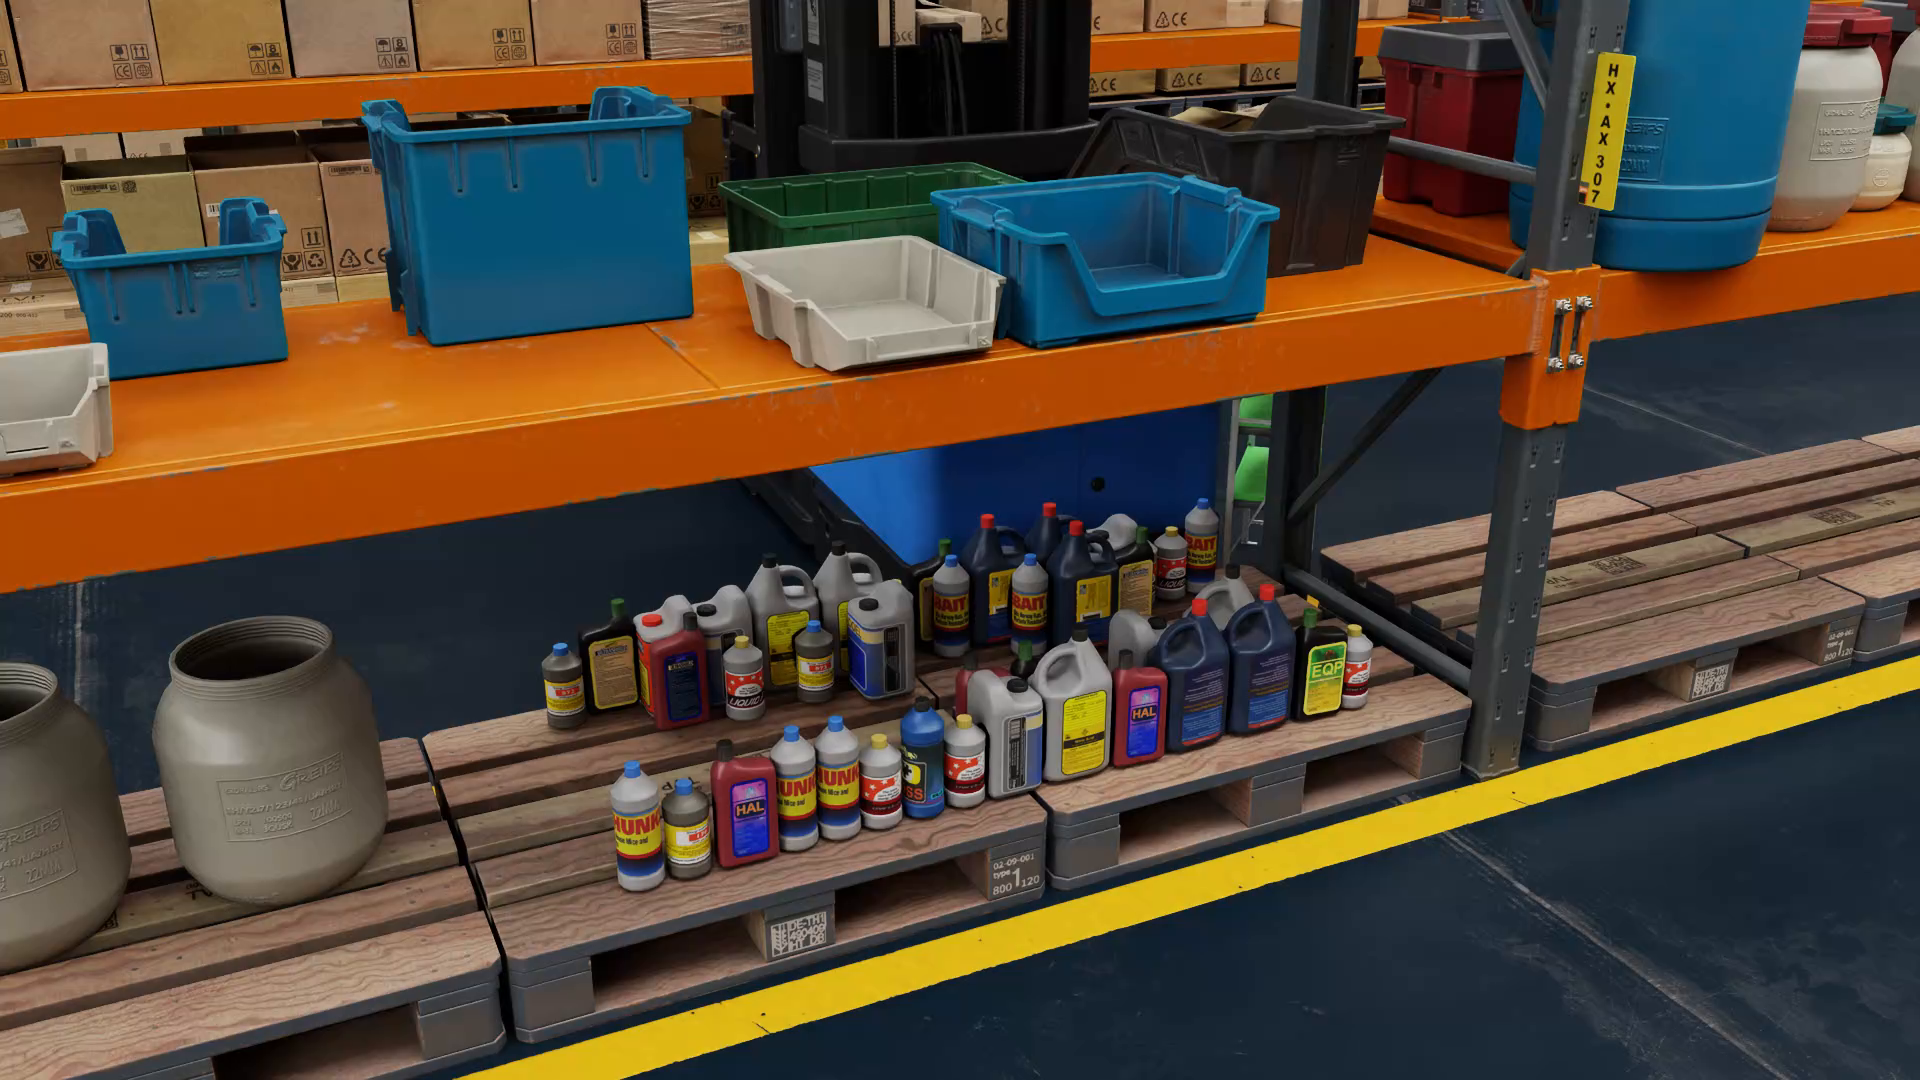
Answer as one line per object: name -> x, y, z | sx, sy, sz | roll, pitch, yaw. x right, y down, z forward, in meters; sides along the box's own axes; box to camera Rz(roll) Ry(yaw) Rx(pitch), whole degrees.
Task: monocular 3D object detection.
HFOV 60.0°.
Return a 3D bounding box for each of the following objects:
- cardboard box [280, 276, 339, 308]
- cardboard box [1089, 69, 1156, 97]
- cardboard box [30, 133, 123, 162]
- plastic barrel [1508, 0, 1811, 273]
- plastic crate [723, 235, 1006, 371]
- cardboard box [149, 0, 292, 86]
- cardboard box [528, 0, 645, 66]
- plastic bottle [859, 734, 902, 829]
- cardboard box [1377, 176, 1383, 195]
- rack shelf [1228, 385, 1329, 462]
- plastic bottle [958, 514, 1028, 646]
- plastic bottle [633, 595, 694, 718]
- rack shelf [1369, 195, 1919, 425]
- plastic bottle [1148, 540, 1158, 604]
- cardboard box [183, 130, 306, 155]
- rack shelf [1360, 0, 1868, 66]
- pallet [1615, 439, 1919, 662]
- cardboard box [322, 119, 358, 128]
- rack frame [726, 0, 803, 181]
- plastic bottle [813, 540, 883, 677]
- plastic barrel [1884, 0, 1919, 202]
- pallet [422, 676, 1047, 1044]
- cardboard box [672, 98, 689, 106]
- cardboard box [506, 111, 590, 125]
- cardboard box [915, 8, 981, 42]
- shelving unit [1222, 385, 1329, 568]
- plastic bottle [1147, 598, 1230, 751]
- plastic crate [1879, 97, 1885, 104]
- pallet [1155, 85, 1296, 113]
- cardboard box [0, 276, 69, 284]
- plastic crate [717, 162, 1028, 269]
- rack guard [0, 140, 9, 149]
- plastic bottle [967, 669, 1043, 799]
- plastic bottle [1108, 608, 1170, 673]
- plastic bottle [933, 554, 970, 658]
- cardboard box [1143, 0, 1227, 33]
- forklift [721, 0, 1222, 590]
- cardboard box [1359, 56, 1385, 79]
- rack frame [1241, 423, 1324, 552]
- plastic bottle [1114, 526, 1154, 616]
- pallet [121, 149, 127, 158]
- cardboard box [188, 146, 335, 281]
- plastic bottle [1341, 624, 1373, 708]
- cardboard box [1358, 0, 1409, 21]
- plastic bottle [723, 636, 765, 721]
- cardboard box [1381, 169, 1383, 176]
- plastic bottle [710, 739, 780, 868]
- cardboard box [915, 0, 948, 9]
cardboard box -> -3.099, -1.095, 7.519 | 0.500, 0.250, 0.500 | -10, 25, -24
cardboard box -> 1.198, -4.303, 14.485 | 0.750, 0.750, 0.750 | -11, 25, -24
cardboard box -> -6.067, -2.743, 11.395 | 0.500, 0.311, 0.500 | -14, 26, -30
plastic barrel -> 1.651, -1.139, 3.924 | 0.708, 0.901, 0.600 | -10, 25, -24
plastic crate -> -0.182, -0.469, 3.307 | 0.437, 0.136, 0.530 | -10, 25, -24
cardboard box -> -3.231, -2.280, 7.206 | 0.500, 0.500, 0.700 | -10, 25, -23
cardboard box -> -1.843, -2.536, 7.824 | 0.500, 0.500, 0.700 | -11, 25, -24
plastic bottle -> -0.176, 0.522, 3.650 | 0.097, 0.201, 0.097 | 0, 22, 0
cardboard box -> 2.262, -2.071, 9.878 | 0.500, 0.250, 0.500 | -10, 24, -22
rack shelf -> 1.013, -0.381, 5.270 | 0.258, 0.148, 0.480 | 7, 23, 16
plastic bottle -> 0.094, 0.095, 4.487 | 0.185, 0.351, 0.144 | -12, 25, -26
plastic bottle -> -0.729, 0.283, 4.131 | 0.135, 0.276, 0.152 | -10, 25, -23
rack shelf -> 2.973, -0.947, 5.057 | 4.000, 0.370, 1.077 | -10, 25, -24
plastic bottle -> 0.511, 0.077, 4.725 | 0.097, 0.201, 0.097 | 0, 22, 0
cardboard box -> -3.329, -1.624, 7.818 | 0.500, 0.500, 0.500 | -10, 25, -24
rack shelf -> 4.433, -3.318, 10.785 | 4.000, 0.370, 1.077 | -10, 25, -24
pallet -> 2.963, -0.007, 5.491 | 1.213, 0.211, 1.003 | -10, 25, -24
cardboard box -> -4.575, -2.990, 12.203 | 0.250, 0.149, 0.380 | -13, 26, -28
rack frame -> -0.974, -2.655, 8.243 | 0.127, 3.000, 1.000 | -10, 25, -24
plastic bottle -> -0.289, 0.166, 4.316 | 0.185, 0.351, 0.144 | -11, 25, -24
plastic barrel -> 2.789, -1.215, 4.587 | 0.433, 0.535, 0.433 | 0, 22, 0
pallet -> -0.553, 0.642, 3.924 | 1.213, 0.211, 1.003 | -10, 25, -24
cardboard box -> -2.470, -3.538, 13.069 | 0.500, 0.500, 0.700 | -10, 24, -22
cardboard box -> -1.975, -1.871, 8.413 | 0.500, 0.500, 0.500 | -10, 25, -24
cardboard box -> -0.087, -2.616, 8.476 | 0.250, 0.149, 0.380 | -10, 25, -24
shelving unit -> 1.013, -0.440, 5.245 | 0.258, 1.200, 0.503 | 7, 23, 16
plastic bottle -> 0.543, 0.311, 3.965 | 0.185, 0.351, 0.144 | -12, 25, -26
plastic crate -> 2.618, -1.236, 5.091 | 0.662, 0.188, 0.450 | -10, 25, -24
pallet -> 2.319, -4.043, 15.240 | 1.213, 0.211, 1.003 | -10, 25, -24
cardboard box -> -4.223, -1.106, 7.547 | 0.500, 0.250, 0.500 | -10, 25, -24
plastic crate -> -0.174, -0.722, 3.849 | 0.662, 0.188, 0.450 | -10, 25, -24
rack guard -> -6.661, -2.556, 11.271 | 0.348, 0.500, 1.175 | -10, 25, -24
plastic bottle -> 0.104, 0.425, 3.788 | 0.135, 0.276, 0.152 | -10, 24, -23
plastic bottle -> 0.456, 0.299, 4.093 | 0.135, 0.276, 0.152 | -10, 25, -24
plastic bottle -> -0.023, 0.169, 4.412 | 0.097, 0.271, 0.097 | 0, 22, 0
cardboard box -> 1.126, -3.081, 9.141 | 0.500, 0.500, 0.500 | -12, 25, -26
forklift -> -0.247, -1.575, 5.722 | 1.130, 2.935, 3.031 | -9, 24, -21
cardboard box -> 3.554, -4.737, 15.534 | 0.750, 0.750, 0.750 | -10, 25, -23
rack frame -> 1.084, -0.530, 5.461 | 0.240, 1.200, 0.015 | 7, 23, 16
plastic bottle -> 0.461, 0.105, 4.550 | 0.133, 0.283, 0.061 | -10, 25, -24
pallet -> -5.914, -2.545, 11.623 | 1.213, 0.211, 1.003 | -10, 25, -24
cardboard box -> -3.104, -1.445, 7.385 | 0.500, 0.500, 0.500 | -10, 25, -24
plastic bottle -> 0.979, 0.309, 4.164 | 0.097, 0.201, 0.097 | 0, 22, 0
cardboard box -> 2.284, -3.232, 9.754 | 0.500, 0.311, 0.500 | -9, 24, -20
plastic bottle -> -0.534, 0.334, 4.104 | 0.097, 0.201, 0.097 | 0, 22, 0
cardboard box -> 2.265, -2.330, 9.769 | 0.500, 0.311, 0.500 | -10, 24, -22
plastic bottle -> -0.452, 0.543, 3.493 | 0.133, 0.283, 0.061 | -10, 25, -23
cardboard box -> -0.261, -2.802, 8.774 | 0.258, 0.266, 0.396 | -11, 25, -25
